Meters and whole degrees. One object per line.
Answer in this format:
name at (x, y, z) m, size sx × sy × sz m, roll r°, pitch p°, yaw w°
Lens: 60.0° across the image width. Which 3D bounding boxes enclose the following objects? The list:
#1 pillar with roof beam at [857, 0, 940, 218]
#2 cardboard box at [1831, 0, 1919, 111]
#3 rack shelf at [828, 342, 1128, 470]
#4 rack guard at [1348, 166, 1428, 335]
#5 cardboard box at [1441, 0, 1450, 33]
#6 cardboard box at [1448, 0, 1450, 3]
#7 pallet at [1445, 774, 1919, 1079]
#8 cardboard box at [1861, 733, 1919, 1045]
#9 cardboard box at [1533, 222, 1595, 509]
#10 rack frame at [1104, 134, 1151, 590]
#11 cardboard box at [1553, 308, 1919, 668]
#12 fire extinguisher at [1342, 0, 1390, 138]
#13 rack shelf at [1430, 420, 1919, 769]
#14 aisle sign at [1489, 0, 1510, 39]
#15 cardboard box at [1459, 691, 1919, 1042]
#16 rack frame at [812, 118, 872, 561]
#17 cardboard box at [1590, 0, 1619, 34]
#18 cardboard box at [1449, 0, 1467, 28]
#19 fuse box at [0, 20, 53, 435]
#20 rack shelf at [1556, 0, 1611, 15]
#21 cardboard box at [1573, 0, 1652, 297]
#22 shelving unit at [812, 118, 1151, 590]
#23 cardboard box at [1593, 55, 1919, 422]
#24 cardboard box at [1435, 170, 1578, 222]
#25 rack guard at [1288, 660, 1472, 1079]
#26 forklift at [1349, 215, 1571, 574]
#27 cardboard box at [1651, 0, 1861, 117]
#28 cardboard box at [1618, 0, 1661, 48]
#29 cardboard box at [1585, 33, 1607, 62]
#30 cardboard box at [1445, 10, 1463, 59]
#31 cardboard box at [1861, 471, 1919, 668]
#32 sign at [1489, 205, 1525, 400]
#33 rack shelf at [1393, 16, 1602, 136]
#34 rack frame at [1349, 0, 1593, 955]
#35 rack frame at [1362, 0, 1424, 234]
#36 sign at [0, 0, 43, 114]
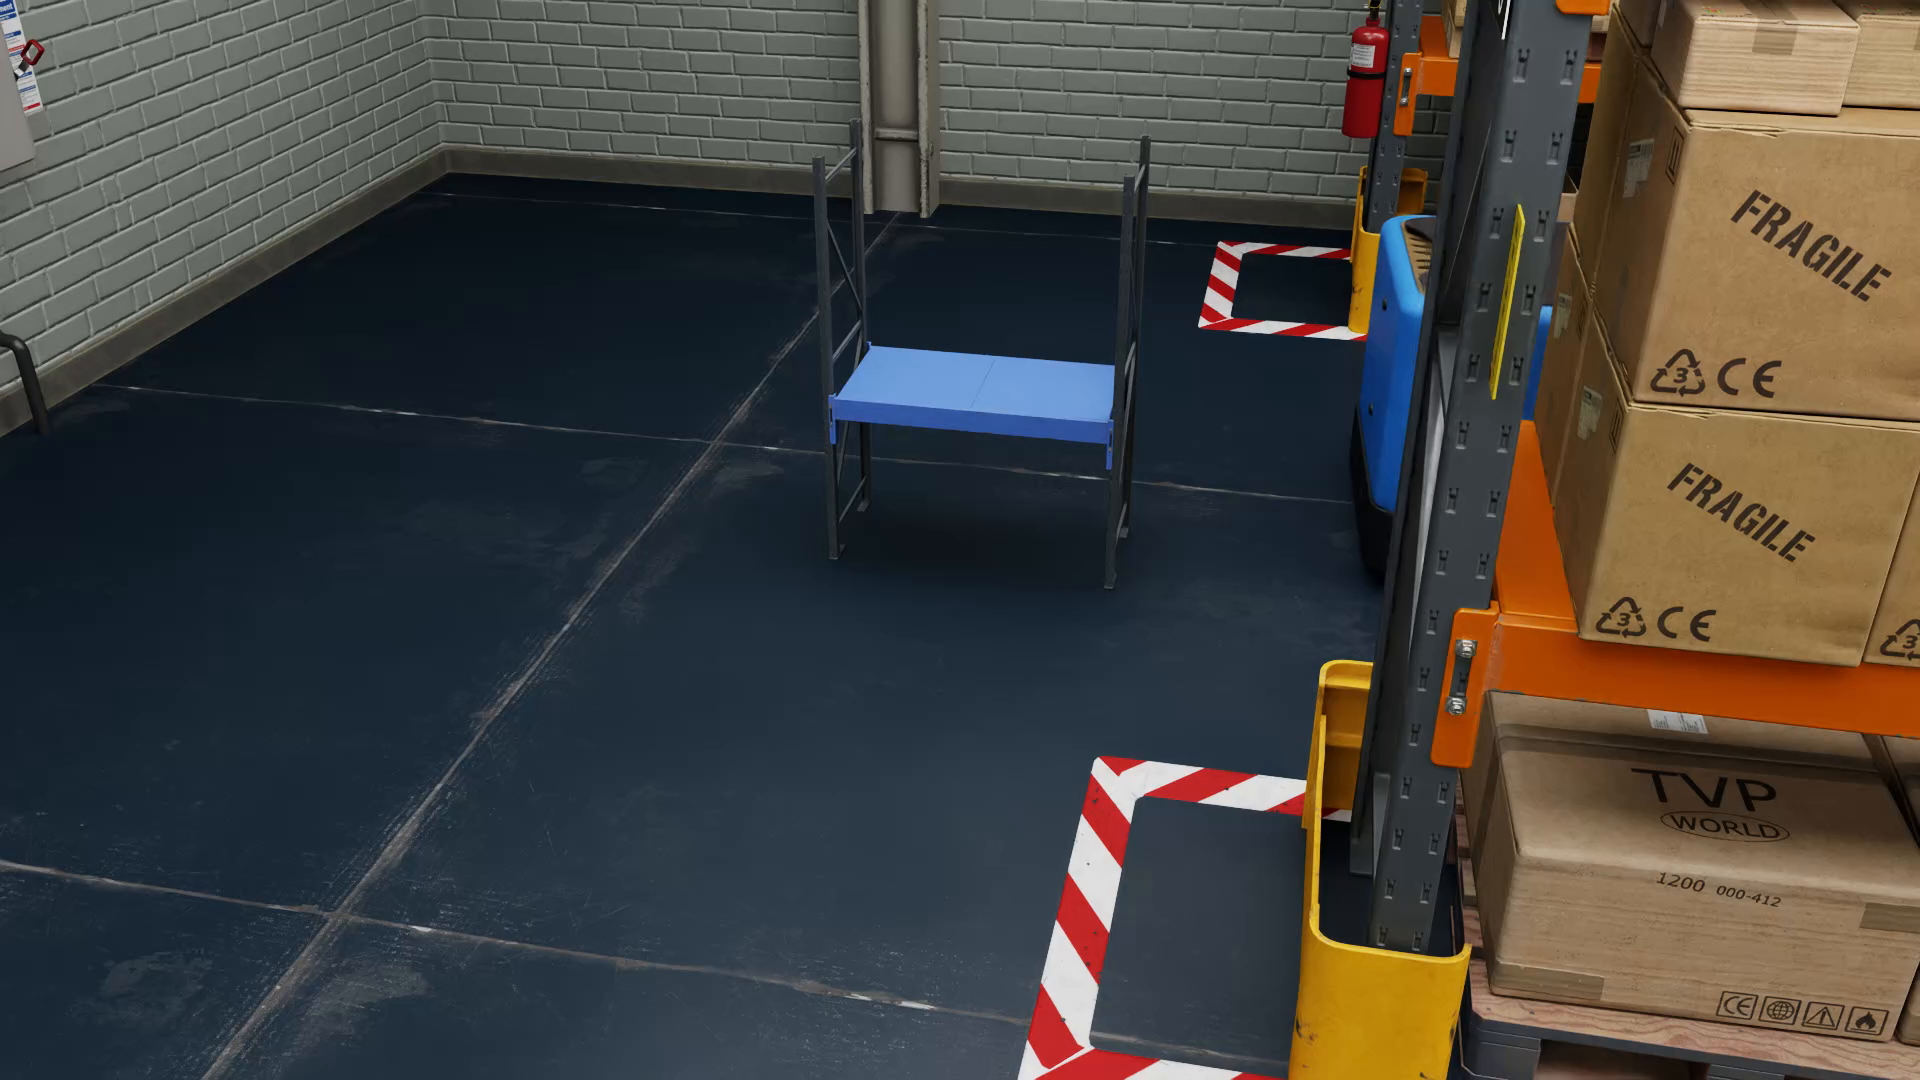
pillar with roof beam at (-1.242, -3.892, 3.988) m, size 0.400 × 9.000 × 9.100 m, roll 6°, pitch 29°, yaw 11°
cardboard box at (1.633, -0.866, 2.887) m, size 0.250 × 0.149 × 0.380 m, roll 7°, pitch 29°, yaw 12°
rack shelf at (0.083, -0.492, 5.961) m, size 1.000 × 0.185 × 0.538 m, roll 6°, pitch 29°, yaw 11°
rack guard at (2.179, -1.484, 8.441) m, size 0.348 × 0.500 × 1.175 m, roll 6°, pitch 29°, yaw 11°
cardboard box at (2.485, -2.571, 8.084) m, size 0.250 × 0.149 × 0.380 m, roll 6°, pitch 29°, yaw 10°
cardboard box at (2.610, -2.732, 7.962) m, size 0.500 × 0.250 × 0.500 m, roll 7°, pitch 29°, yaw 12°
pallet at (1.871, 1.010, 4.186) m, size 1.213 × 0.211 × 1.003 m, roll 6°, pitch 29°, yaw 11°
cardboard box at (2.635, 0.790, 3.915) m, size 0.875 × 0.438 × 0.875 m, roll 7°, pitch 29°, yaw 12°
cardboard box at (1.599, -0.377, 3.711) m, size 0.500 × 0.500 × 0.500 m, roll 6°, pitch 29°, yaw 11°
rack frame at (0.581, -0.598, 5.781) m, size 0.032 × 1.500 × 0.500 m, roll 6°, pitch 29°, yaw 11°
cardboard box at (1.482, -0.118, 3.238) m, size 0.500 × 0.500 × 0.500 m, roll 6°, pitch 29°, yaw 10°
fire extinguisher at (1.865, -2.189, 7.593) m, size 0.183 × 0.674 × 0.296 m, roll 6°, pitch 29°, yaw 11°
rack shelf at (3.028, 0.259, 3.402) m, size 4.000 × 0.370 × 1.077 m, roll 6°, pitch 29°, yaw 11°
aisle sign at (0.941, -1.268, 2.736) m, size 0.004 × 0.787 × 0.394 m, roll 6°, pitch 29°, yaw 11°
cardboard box at (1.739, 0.702, 4.075) m, size 0.875 × 0.438 × 0.875 m, roll 5°, pitch 29°, yaw 9°
rack frame at (-0.414, -0.700, 5.967) m, size 0.032 × 1.500 × 0.500 m, roll 6°, pitch 29°, yaw 11°
cardboard box at (2.986, -2.431, 7.413) m, size 0.500 × 0.250 × 0.500 m, roll 6°, pitch 29°, yaw 11°
cardboard box at (2.493, -2.481, 7.505) m, size 0.500 × 0.250 × 0.500 m, roll 6°, pitch 29°, yaw 11°
fuse box at (-3.866, -1.218, 6.693) m, size 0.414 × 1.711 × 0.539 m, roll 6°, pitch 29°, yaw 11°
rack shelf at (3.028, -1.057, 2.682) m, size 4.000 × 0.370 × 1.077 m, roll 6°, pitch 29°, yaw 11°
cardboard box at (1.593, -0.803, 3.448) m, size 0.500 × 0.500 × 0.500 m, roll 7°, pitch 29°, yaw 12°
shelving unit at (0.083, -0.649, 5.874) m, size 1.048 × 1.500 × 0.538 m, roll 6°, pitch 29°, yaw 11°
cardboard box at (1.482, -0.558, 3.000) m, size 0.500 × 0.500 × 0.500 m, roll 5°, pitch 29°, yaw 9°
cardboard box at (2.683, -1.572, 8.160) m, size 0.637 × 0.503 × 0.797 m, roll 5°, pitch 29°, yaw 9°
rack guard at (1.049, 0.837, 4.201) m, size 0.348 × 0.500 × 1.175 m, roll 6°, pitch 29°, yaw 11°
forklift at (3.004, -1.246, 5.473) m, size 3.031 × 2.935 × 1.130 m, roll 4°, pitch 29°, yaw 7°
cardboard box at (1.362, -0.858, 2.874) m, size 0.250 × 0.149 × 0.380 m, roll 6°, pitch 29°, yaw 12°
cardboard box at (1.465, -1.082, 3.282) m, size 0.250 × 0.149 × 0.380 m, roll 6°, pitch 29°, yaw 11°
cardboard box at (2.892, -2.303, 7.594) m, size 0.250 × 0.149 × 0.380 m, roll 5°, pitch 29°, yaw 10°
cardboard box at (2.369, -2.316, 7.619) m, size 0.250 × 0.149 × 0.380 m, roll 6°, pitch 29°, yaw 10°
cardboard box at (1.982, -0.080, 3.169) m, size 0.500 × 0.500 × 0.500 m, roll 5°, pitch 29°, yaw 10°
sign at (0.950, -0.411, 2.894) m, size 0.005 × 0.325 × 0.100 m, roll 6°, pitch 29°, yaw 11°
rack shelf at (4.061, -2.072, 7.661) m, size 4.000 × 0.370 × 1.077 m, roll 6°, pitch 29°, yaw 11°
rack frame at (1.072, -0.257, 3.596) m, size 0.127 × 3.000 × 1.000 m, roll 6°, pitch 29°, yaw 11°
rack frame at (2.105, -2.588, 7.854) m, size 0.127 × 3.000 × 1.000 m, roll 6°, pitch 29°, yaw 11°
sign at (-3.965, -1.994, 6.868) m, size 0.001 × 0.494 × 0.329 m, roll 6°, pitch 29°, yaw 11°
